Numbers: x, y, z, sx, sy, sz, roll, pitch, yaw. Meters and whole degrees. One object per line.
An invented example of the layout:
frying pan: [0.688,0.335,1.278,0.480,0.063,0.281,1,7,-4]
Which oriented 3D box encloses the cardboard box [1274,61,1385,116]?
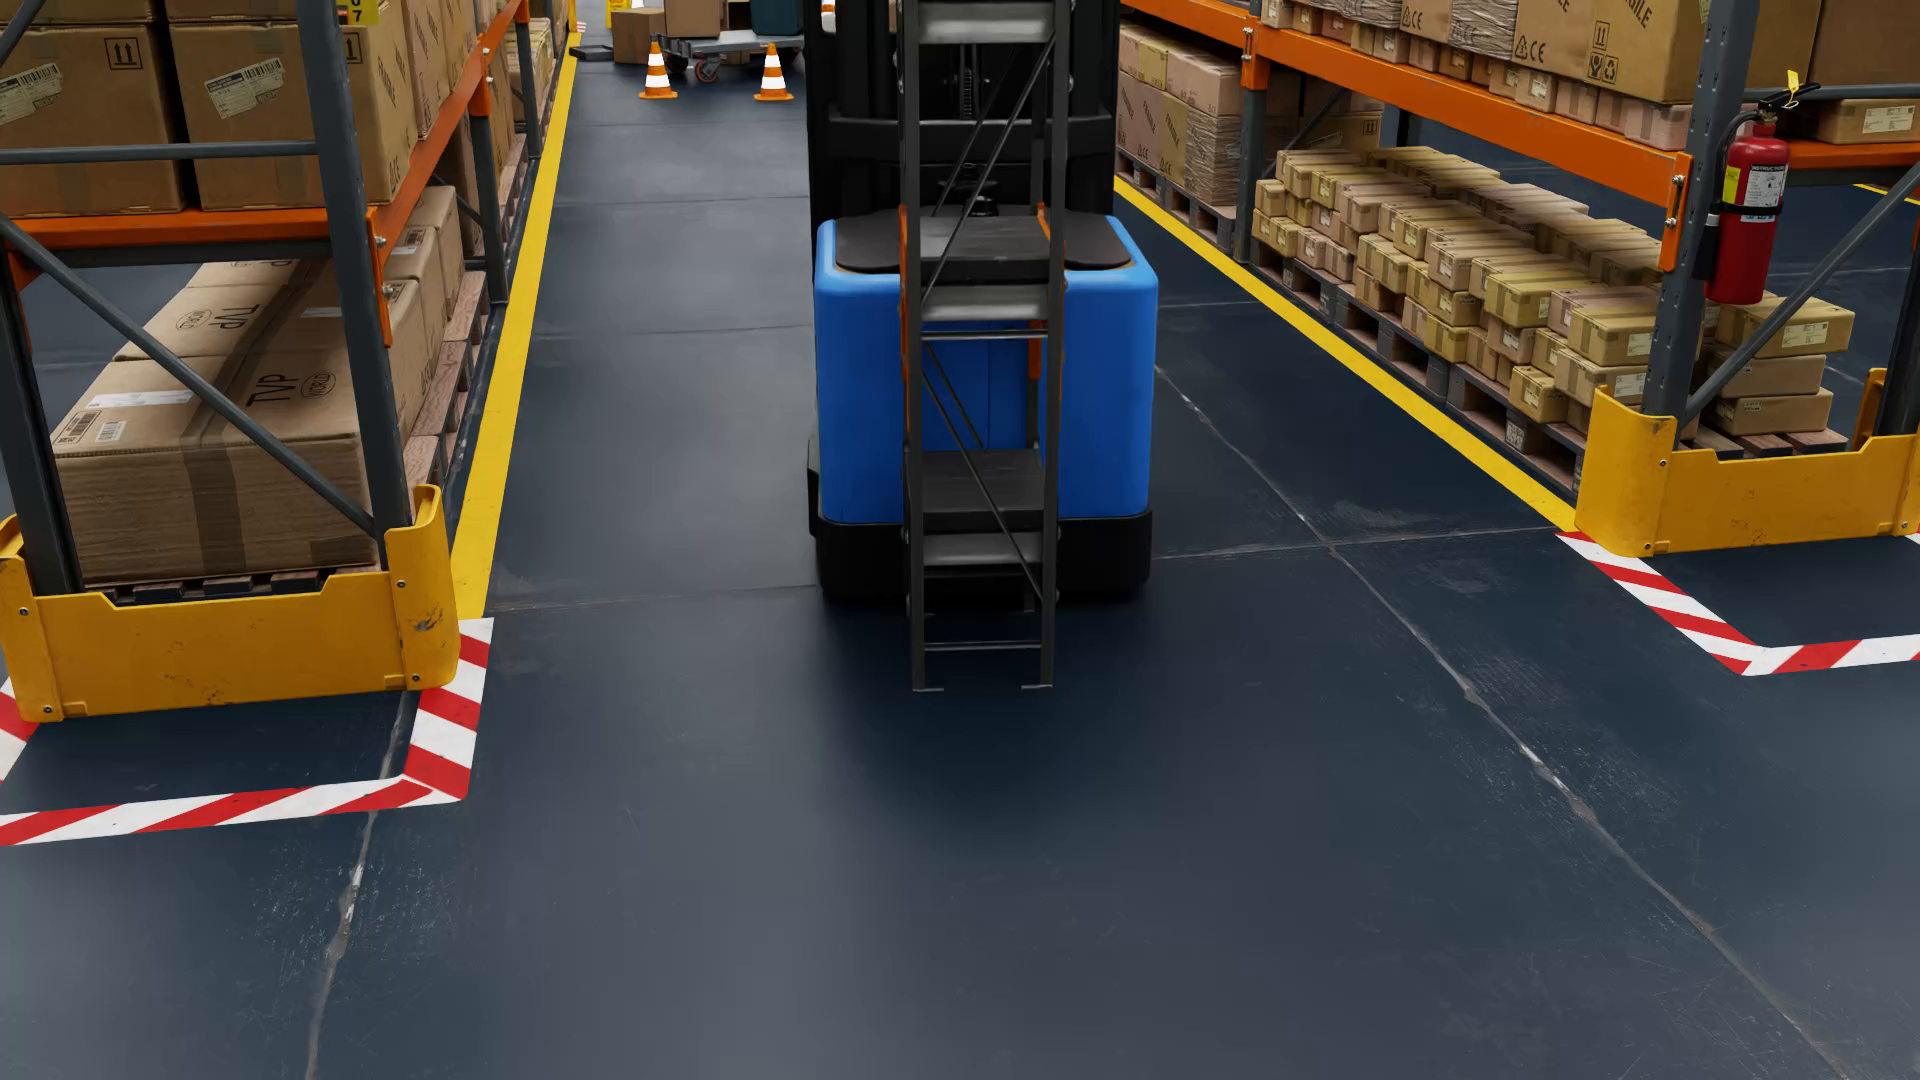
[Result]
cardboard box: [2.160,-2.665,9.765,0.500,0.250,0.500,-5,24,-12]

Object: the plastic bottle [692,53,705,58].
plastic bottle: [-2.684,-5.004,17.132,0.133,0.061,0.283,0,24,-1]

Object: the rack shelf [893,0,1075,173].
rack shelf: [0.049,-1.256,4.289,0.431,0.518,0.480,-2,24,-3]

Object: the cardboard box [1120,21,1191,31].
cardboard box: [1.281,-3.439,11.539,0.500,0.250,0.500,-5,24,-10]

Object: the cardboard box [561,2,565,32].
cardboard box: [-4.424,-5.503,17.512,0.500,0.250,0.500,-5,24,-12]

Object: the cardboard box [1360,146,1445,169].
cardboard box: [2.358,-2.002,8.880,0.380,0.149,0.250,-4,24,-8]

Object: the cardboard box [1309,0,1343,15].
cardboard box: [1.979,-2.739,7.776,0.500,0.500,0.500,-4,24,-10]

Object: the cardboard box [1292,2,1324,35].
cardboard box: [1.888,-2.617,8.308,0.380,0.149,0.250,-4,24,-8]

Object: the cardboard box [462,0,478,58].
cardboard box: [-2.472,-2.440,7.465,0.500,0.500,0.500,-4,24,-9]

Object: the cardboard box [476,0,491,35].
cardboard box: [-2.631,-2.682,8.330,0.500,0.250,0.500,-5,24,-11]

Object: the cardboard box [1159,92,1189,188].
cardboard box: [1.558,-2.485,10.291,0.500,0.500,0.500,-5,24,-11]

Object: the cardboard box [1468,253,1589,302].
cardboard box: [2.281,-1.041,6.679,0.380,0.149,0.250,-5,24,-12]

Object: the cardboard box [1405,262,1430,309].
cardboard box: [2.163,-1.109,7.206,0.380,0.149,0.250,-3,24,-7]

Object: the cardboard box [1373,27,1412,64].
cardboard box: [2.059,-2.199,7.351,0.380,0.149,0.250,-3,24,-7]

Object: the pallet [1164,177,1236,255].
pallet: [1.891,-1.992,10.048,1.003,0.211,1.213,-4,24,-10]

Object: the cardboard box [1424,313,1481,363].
cardboard box: [2.196,-0.864,7.018,0.380,0.149,0.250,-5,24,-12]

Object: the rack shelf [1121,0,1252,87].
rack shelf: [1.667,-3.421,10.734,1.077,0.370,4.000,-4,24,-10]

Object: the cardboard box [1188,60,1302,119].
cardboard box: [1.651,-2.629,9.683,0.500,0.250,0.500,-5,24,-11]

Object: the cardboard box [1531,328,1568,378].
cardboard box: [2.403,-0.706,6.285,0.380,0.149,0.250,-5,24,-11]

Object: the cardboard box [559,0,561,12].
cardboard box: [-4.243,-5.442,16.437,0.500,0.500,0.500,-3,24,-8]

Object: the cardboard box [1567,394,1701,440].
cardboard box: [2.474,-0.468,6.112,0.380,0.149,0.250,-4,24,-9]

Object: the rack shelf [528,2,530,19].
rack shelf: [-3.919,-4.588,13.407,1.077,0.370,4.000,-4,24,-10]

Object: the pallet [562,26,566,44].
pallet: [-4.899,-5.648,18.418,1.003,0.211,1.213,-4,24,-10]

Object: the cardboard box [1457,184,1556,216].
cardboard box: [2.610,-1.599,7.958,0.380,0.149,0.250,-5,24,-12]

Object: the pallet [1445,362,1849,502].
pallet: [2.647,-0.465,6.551,1.003,0.211,1.213,-4,24,-10]

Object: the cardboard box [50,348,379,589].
cardboard box: [-2.290,-0.255,5.263,0.875,0.438,0.875,-5,24,-12]

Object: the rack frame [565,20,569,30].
rack frame: [-5.028,-7.278,18.666,1.000,3.000,0.127,-4,24,-10]

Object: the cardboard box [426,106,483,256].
cardboard box: [-3.002,-2.015,8.745,0.875,0.875,0.875,-4,24,-8]

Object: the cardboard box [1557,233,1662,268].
cardboard box: [2.754,-1.190,7.021,0.380,0.149,0.250,-3,24,-8]

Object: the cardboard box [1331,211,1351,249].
cardboard box: [2.052,-1.528,8.165,0.380,0.149,0.250,-6,24,-12]

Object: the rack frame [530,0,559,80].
rack frame: [-4.288,-5.705,15.064,1.000,3.000,0.127,-4,24,-10]

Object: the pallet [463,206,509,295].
pallet: [-3.026,-1.578,9.099,1.003,0.211,1.213,-4,24,-10]

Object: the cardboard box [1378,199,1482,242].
cardboard box: [2.154,-1.455,7.628,0.380,0.149,0.250,-5,24,-12]

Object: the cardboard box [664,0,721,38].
cardboard box: [-2.545,-5.050,15.741,0.500,0.500,0.500,-4,24,-10]

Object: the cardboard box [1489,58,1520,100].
cardboard box: [2.278,-1.785,6.404,0.380,0.149,0.250,-5,24,-12]

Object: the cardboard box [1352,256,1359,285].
cardboard box: [2.115,-1.285,7.982,0.380,0.149,0.250,-5,24,-12]

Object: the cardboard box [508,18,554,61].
cardboard box: [-4.189,-4.487,15.034,0.950,0.372,0.625,-4,24,-9]

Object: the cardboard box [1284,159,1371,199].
cardboard box: [1.890,-1.859,8.553,0.380,0.149,0.250,-3,24,-7]

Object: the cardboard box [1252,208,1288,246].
cardboard box: [1.788,-1.683,8.893,0.380,0.149,0.250,-5,24,-12]

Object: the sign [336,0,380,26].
sign: [-1.523,-1.456,4.156,0.100,0.325,0.005,-4,24,-10]

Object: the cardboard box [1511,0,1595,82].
cardboard box: [2.350,-1.933,5.933,0.500,0.500,0.500,-5,24,-11]

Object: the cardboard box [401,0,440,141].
cardboard box: [-2.073,-1.639,5.629,0.500,0.500,0.500,-4,24,-10]

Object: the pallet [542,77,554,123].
pallet: [-3.914,-3.640,13.820,1.003,0.211,1.213,-4,24,-10]

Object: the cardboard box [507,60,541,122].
cardboard box: [-3.643,-3.342,12.414,0.950,0.372,0.625,-6,24,-13]

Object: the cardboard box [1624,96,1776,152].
cardboard box: [2.438,-1.383,5.482,0.380,0.149,0.250,-4,24,-10]

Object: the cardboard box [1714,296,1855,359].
cardboard box: [3.014,-0.781,6.083,0.380,0.149,0.250,-5,24,-12]

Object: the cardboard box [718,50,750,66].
cardboard box: [-2.330,-4.931,16.708,0.396,0.266,0.258,18,29,36]

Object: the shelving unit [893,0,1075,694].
shelving unit: [0.049,-0.627,4.563,0.431,2.100,0.503,-2,24,-3]

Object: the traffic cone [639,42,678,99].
traffic cone: [-2.683,-4.158,14.692,0.336,0.463,0.334,-4,24,-10]

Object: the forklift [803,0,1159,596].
forklift: [-0.011,-1.718,6.022,1.130,2.935,3.031,-2,24,-3]
